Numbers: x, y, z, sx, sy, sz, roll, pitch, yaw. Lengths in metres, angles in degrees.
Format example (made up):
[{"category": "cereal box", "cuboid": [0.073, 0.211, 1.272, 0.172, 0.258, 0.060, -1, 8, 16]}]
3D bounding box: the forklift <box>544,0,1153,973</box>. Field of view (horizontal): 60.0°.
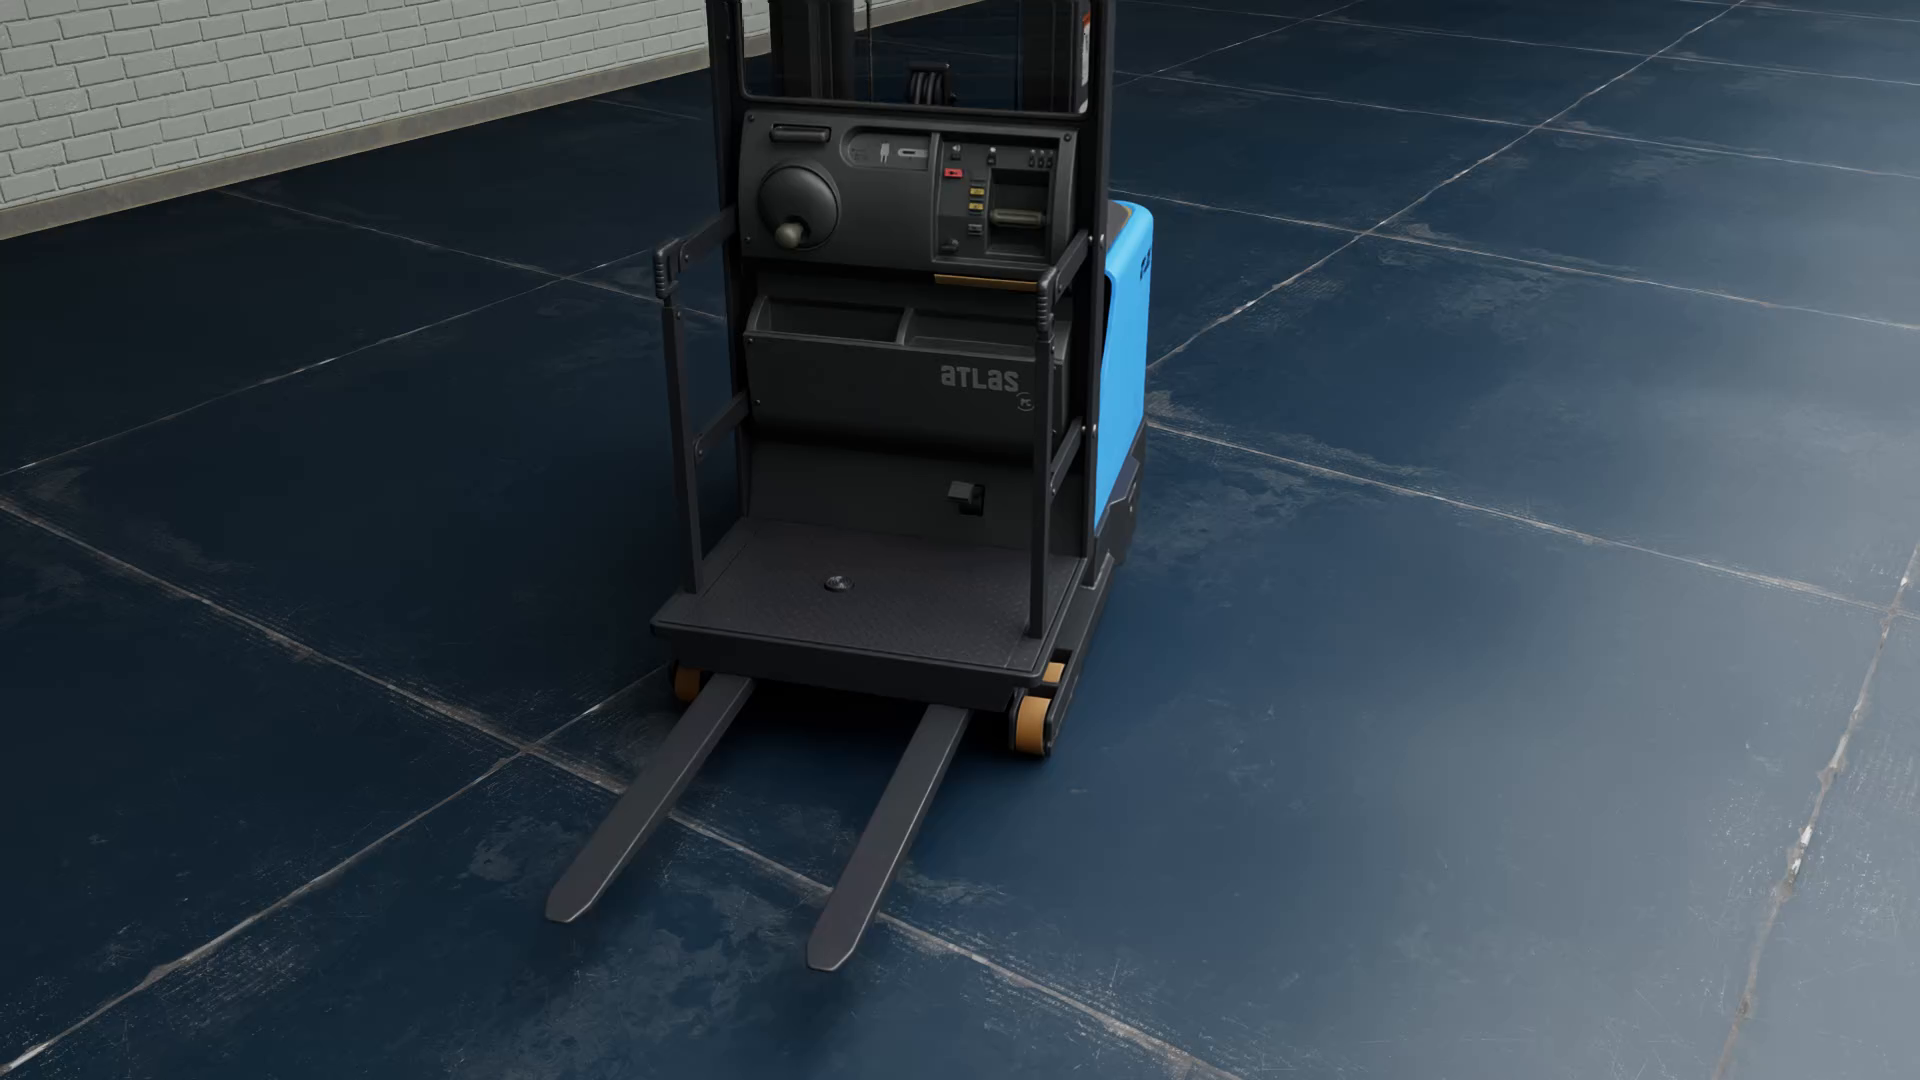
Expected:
[{"category": "forklift", "cuboid": [-0.203, -0.906, 4.298, 1.130, 2.935, 3.031, 7, 28, 13]}]
